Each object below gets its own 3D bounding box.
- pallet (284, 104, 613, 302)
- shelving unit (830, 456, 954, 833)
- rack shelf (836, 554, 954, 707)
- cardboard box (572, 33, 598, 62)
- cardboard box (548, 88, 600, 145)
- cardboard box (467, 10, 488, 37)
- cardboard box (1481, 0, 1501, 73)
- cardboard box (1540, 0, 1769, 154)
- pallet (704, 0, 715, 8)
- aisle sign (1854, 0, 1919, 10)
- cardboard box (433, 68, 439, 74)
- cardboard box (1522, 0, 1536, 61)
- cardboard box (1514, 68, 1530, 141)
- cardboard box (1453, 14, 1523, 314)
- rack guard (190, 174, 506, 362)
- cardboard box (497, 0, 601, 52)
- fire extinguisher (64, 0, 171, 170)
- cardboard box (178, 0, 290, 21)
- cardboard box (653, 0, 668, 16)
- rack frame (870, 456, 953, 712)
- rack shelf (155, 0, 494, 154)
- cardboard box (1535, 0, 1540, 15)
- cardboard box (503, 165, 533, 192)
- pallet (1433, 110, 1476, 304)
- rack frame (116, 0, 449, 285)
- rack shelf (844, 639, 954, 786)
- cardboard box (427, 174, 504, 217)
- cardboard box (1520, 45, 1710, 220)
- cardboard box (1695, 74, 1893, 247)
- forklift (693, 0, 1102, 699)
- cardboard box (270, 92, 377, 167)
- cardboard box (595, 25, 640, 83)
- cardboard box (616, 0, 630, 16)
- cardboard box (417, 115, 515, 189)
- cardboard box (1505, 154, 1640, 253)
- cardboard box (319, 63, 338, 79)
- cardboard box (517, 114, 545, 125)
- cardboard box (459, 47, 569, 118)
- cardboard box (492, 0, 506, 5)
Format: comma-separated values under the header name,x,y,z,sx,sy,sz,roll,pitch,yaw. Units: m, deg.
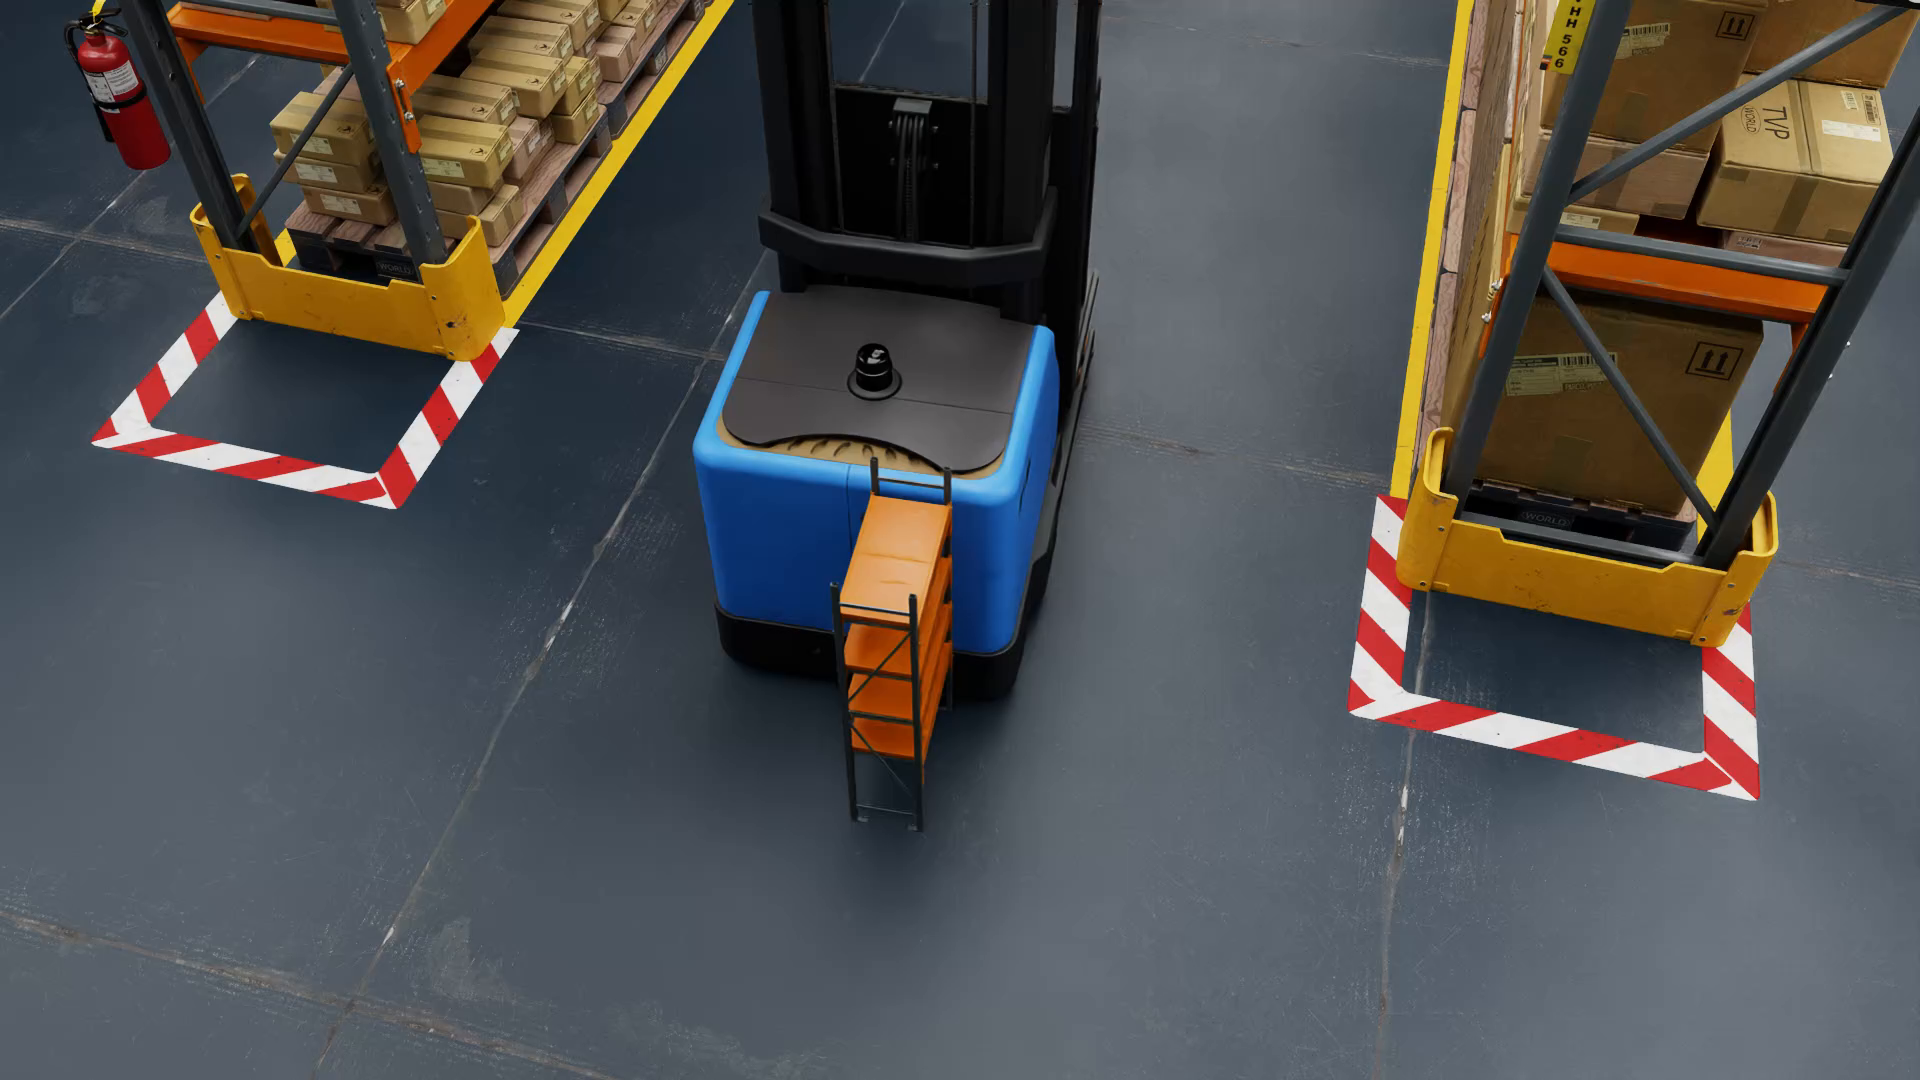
name,x,y,z,sx,sy,sz,roll,pitch,yaw
pallet,-2.282,-1.618,7.537,1.003,0.211,1.213,12,50,10
shelving unit,-0.190,0.354,5.138,0.258,1.200,0.503,8,49,7
rack shelf,-0.190,0.250,5.020,0.258,0.148,0.480,8,49,7
cardboard box,-1.908,-2.284,7.688,0.380,0.149,0.250,9,49,8
cardboard box,-1.881,-1.967,7.606,0.380,0.149,0.250,12,50,10
cardboard box,-2.427,-2.391,7.782,0.380,0.149,0.250,12,50,11
cardboard box,3.011,-2.721,7.788,0.875,0.875,0.875,12,50,10
cardboard box,2.083,-1.555,5.023,0.500,0.500,0.500,12,50,10
pallet,-1.640,-3.383,9.095,1.003,0.211,1.213,12,50,10
aisle sign,2.479,-1.603,3.930,0.394,0.787,0.004,12,50,10
cardboard box,-2.551,-2.014,7.450,0.380,0.149,0.250,10,49,8
cardboard box,2.252,-1.832,6.034,0.380,0.149,0.250,11,49,9
cardboard box,2.119,-1.464,5.709,0.380,0.149,0.250,12,50,10
cardboard box,2.539,-1.426,6.645,0.875,0.875,0.875,12,50,10
rack guard,-2.530,-1.133,6.917,1.175,0.500,0.348,12,50,10
cardboard box,-1.870,-2.384,7.578,0.380,0.149,0.250,13,50,12
fire extinguisher,-3.061,-1.665,6.019,0.296,0.674,0.183,12,50,10
cardboard box,-2.737,-2.114,6.283,0.380,0.149,0.250,12,50,10
cardboard box,-1.677,-2.719,8.271,0.380,0.149,0.250,12,50,11
rack frame,-0.144,0.174,5.296,0.240,1.200,0.015,8,49,7
rack shelf,-2.023,-3.114,7.478,1.077,0.370,4.000,12,50,10
cardboard box,2.348,-2.040,5.952,0.500,0.250,0.500,10,49,9
cardboard box,-2.113,-1.622,7.303,0.380,0.149,0.250,11,50,10
pallet,2.667,-1.404,7.349,1.003,0.211,1.213,12,50,10
rack frame,-2.550,-1.905,5.931,1.000,3.000,0.127,12,50,10
rack shelf,-0.190,0.529,5.337,0.258,0.148,0.480,8,49,7
cardboard box,-2.164,-1.528,7.021,0.380,0.149,0.250,13,50,12
cardboard box,2.080,-1.305,5.303,0.500,0.250,0.500,11,49,9
cardboard box,2.595,-1.196,5.207,0.500,0.250,0.500,10,49,9
forklift,-0.057,-1.554,5.667,1.130,2.935,3.031,8,49,7
cardboard box,-2.655,-1.731,7.001,0.380,0.149,0.250,12,50,10
cardboard box,-1.757,-2.333,7.930,0.380,0.149,0.250,9,49,8
cardboard box,-1.796,-2.682,8.039,0.380,0.149,0.250,14,50,12
cardboard box,-2.084,-1.610,6.895,0.380,0.149,0.250,10,49,8
cardboard box,1.985,-1.093,5.382,0.380,0.149,0.250,12,50,11
cardboard box,-2.588,-2.114,7.339,0.380,0.149,0.250,11,49,9
cardboard box,-2.059,-1.909,7.357,0.380,0.149,0.250,12,50,11
cardboard box,-1.938,-1.990,7.230,0.380,0.149,0.250,11,50,10
cardboard box,-2.265,-2.662,7.824,0.380,0.149,0.250,10,49,9
